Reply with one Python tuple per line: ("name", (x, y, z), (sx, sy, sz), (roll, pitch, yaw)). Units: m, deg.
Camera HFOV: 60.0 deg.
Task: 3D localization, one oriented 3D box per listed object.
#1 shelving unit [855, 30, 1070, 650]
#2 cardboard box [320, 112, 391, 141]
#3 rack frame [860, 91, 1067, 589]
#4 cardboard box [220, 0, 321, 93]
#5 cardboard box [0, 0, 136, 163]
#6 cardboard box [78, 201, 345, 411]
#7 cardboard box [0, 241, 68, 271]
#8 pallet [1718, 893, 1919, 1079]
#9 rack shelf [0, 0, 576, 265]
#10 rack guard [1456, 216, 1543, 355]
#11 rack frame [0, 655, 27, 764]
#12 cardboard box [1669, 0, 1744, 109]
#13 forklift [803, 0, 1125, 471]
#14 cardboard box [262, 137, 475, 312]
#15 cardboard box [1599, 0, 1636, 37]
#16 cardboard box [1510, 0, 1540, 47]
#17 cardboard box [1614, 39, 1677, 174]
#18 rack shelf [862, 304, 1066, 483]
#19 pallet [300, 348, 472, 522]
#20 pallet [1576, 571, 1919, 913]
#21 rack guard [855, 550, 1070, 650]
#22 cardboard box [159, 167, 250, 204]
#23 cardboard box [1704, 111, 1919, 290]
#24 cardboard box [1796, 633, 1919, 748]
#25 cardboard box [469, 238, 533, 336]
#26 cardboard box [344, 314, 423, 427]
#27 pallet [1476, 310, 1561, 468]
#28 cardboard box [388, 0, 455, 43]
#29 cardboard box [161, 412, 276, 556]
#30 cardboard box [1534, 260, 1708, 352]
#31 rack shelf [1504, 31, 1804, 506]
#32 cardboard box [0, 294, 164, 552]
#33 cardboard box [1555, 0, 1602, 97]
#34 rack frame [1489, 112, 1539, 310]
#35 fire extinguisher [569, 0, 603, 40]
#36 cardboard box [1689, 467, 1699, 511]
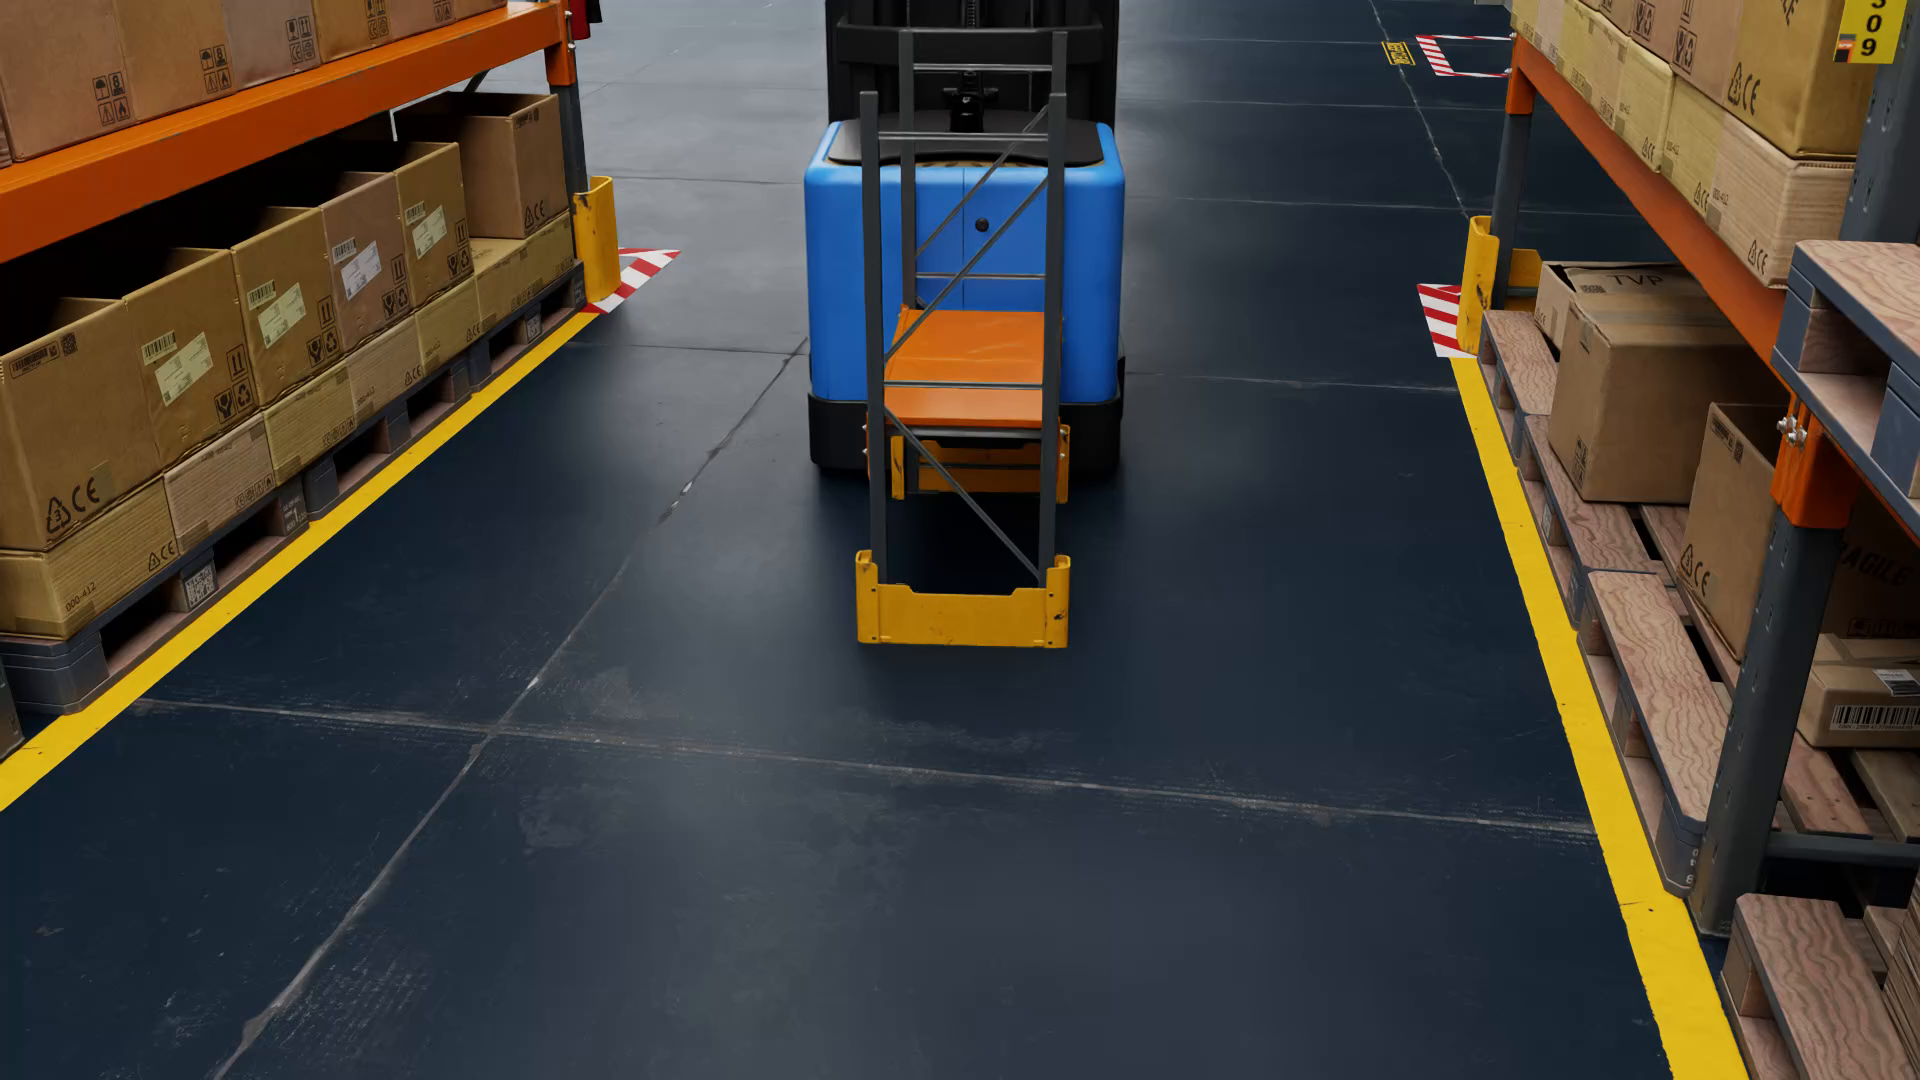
("shelving unit", (0.037, -0.612, 4.787), (0.587, 1.500, 1.083), (1, 25, 3))
("cardboard box", (-2.574, -1.398, 6.563), (0.500, 0.500, 0.500), (4, 25, 9))
("rack frame", (0.008, -0.400, 4.336), (0.500, 1.500, 0.032), (1, 25, 3))
("cardboard box", (-2.526, -1.735, 5.301), (0.700, 0.500, 0.500), (5, 26, 10))
("cardboard box", (-2.695, -1.311, 4.395), (0.700, 0.500, 0.500), (4, 25, 8))
("cardboard box", (-2.293, -0.734, 5.143), (0.500, 0.500, 0.500), (4, 25, 9))
("cardboard box", (-2.887, -0.561, 4.774), (0.500, 0.500, 0.500), (4, 25, 9))
("pallet", (1.921, 1.071, 2.712), (1.003, 0.211, 1.213), (4, 25, 9))
("rack shelf", (-2.514, -1.370, 5.486), (1.077, 0.370, 4.000), (4, 25, 9))
("rack guard", (2.688, -1.026, 6.853), (1.175, 0.500, 0.348), (4, 25, 9))
("rack frame", (-2.841, -0.859, 3.547), (1.000, 3.000, 0.127), (4, 25, 9))
("cardboard box", (1.895, -1.226, 3.601), (0.500, 0.500, 0.500), (4, 25, 8))
("forklift", (0.052, -2.138, 6.360), (1.130, 2.935, 3.031), (1, 25, 1))
("cardboard box", (-2.130, -1.152, 6.037), (0.500, 0.500, 0.500), (4, 25, 9))
("cardboard box", (2.072, -1.654, 4.514), (0.500, 0.500, 0.500), (5, 26, 10))
("cardboard box", (2.308, -1.949, 6.030), (0.500, 0.250, 0.500), (3, 25, 7))
("cardboard box", (1.982, -1.097, 4.208), (0.500, 0.250, 0.500), (4, 25, 8))
("rack shelf", (0.038, -0.453, 4.872), (0.538, 0.185, 1.000), (1, 25, 3))
("pallet", (-2.472, -0.438, 5.936), (1.003, 0.211, 1.213), (4, 25, 9))
("pallet", (2.122, 0.462, 4.013), (1.003, 0.211, 1.213), (4, 25, 9))
("rack guard", (0.008, 0.165, 4.602), (0.587, 0.250, 0.087), (1, 25, 3))
("cardboard box", (-2.742, -0.980, 5.670), (0.500, 0.500, 0.500), (4, 25, 9))
("cardboard box", (1.825, -0.678, 3.313), (0.500, 0.250, 0.500), (4, 25, 9))
("cardboard box", (2.105, 0.341, 3.807), (0.380, 0.166, 0.250), (1, 25, 2))
("cardboard box", (-2.053, -1.022, 6.643), (0.500, 0.250, 0.500), (4, 25, 9))
("cardboard box", (-2.216, -0.604, 5.750), (0.500, 0.250, 0.500), (4, 25, 9))
("pallet", (2.521, -0.558, 6.194), (1.003, 0.211, 1.213), (4, 25, 9))
("cardboard box", (-2.357, -2.163, 6.215), (0.700, 0.500, 0.500), (5, 25, 10))
("cardboard box", (-2.379, -0.186, 4.856), (0.500, 0.250, 0.500), (4, 25, 9))
("cardboard box", (2.499, -0.889, 6.263), (0.500, 0.311, 0.500), (1, 25, 3))
("rack shelf", (2.374, -1.028, 4.757), (1.077, 0.370, 4.000), (4, 25, 9))
("cardboard box", (-2.456, -0.316, 4.250), (0.500, 0.500, 0.500), (4, 25, 9))
("cardboard box", (2.148, -1.519, 5.109), (0.500, 0.250, 0.500), (4, 25, 8))
("rack frame", (2.701, -2.190, 6.391), (1.000, 3.000, 0.127), (4, 25, 9))
("fire extinguisher", (-1.709, -2.514, 7.174), (0.296, 0.674, 0.183), (4, 25, 9))
("cardboard box", (2.328, -0.093, 4.754), (0.380, 0.149, 0.250), (2, 25, 4))
